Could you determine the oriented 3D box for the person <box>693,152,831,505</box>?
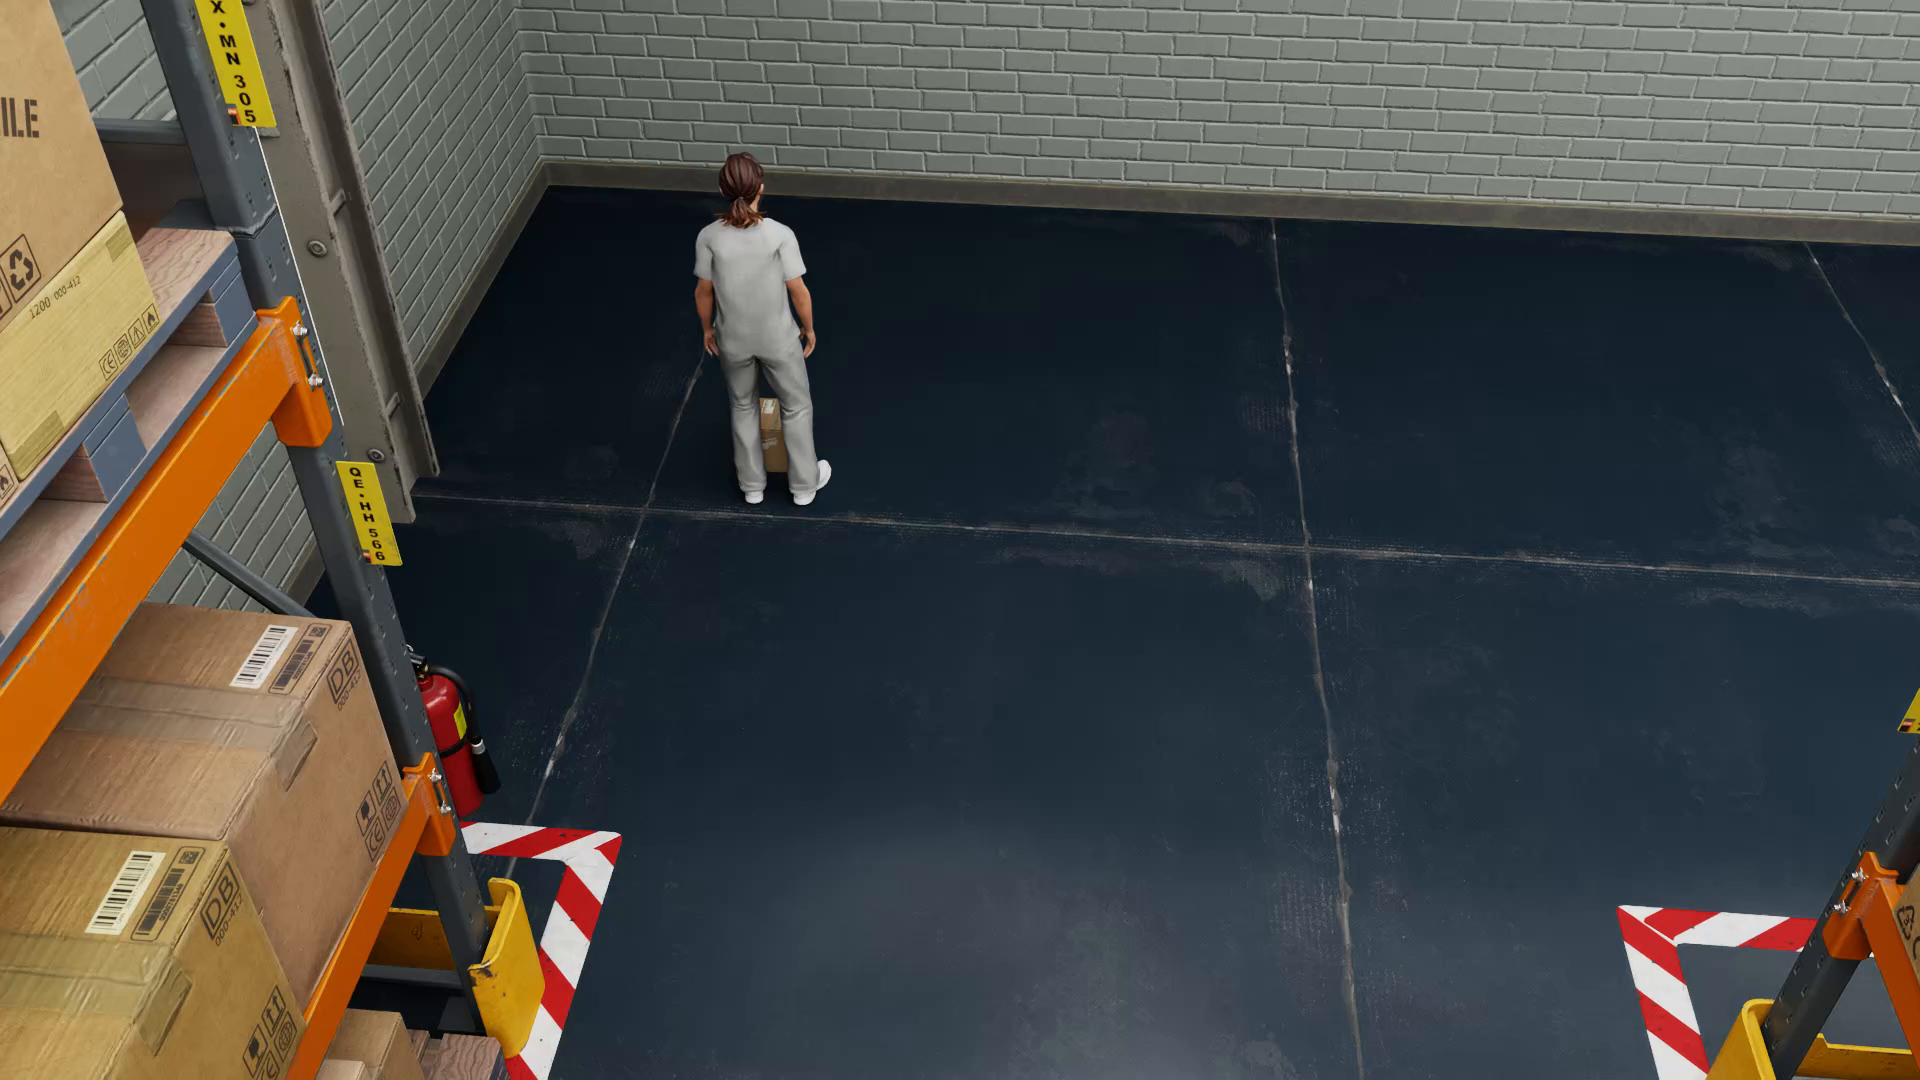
[{"bbox_3d":[-0.866,-0.879,7.197,0.512,1.673,0.355,2,40,2],"label":"person"}]
